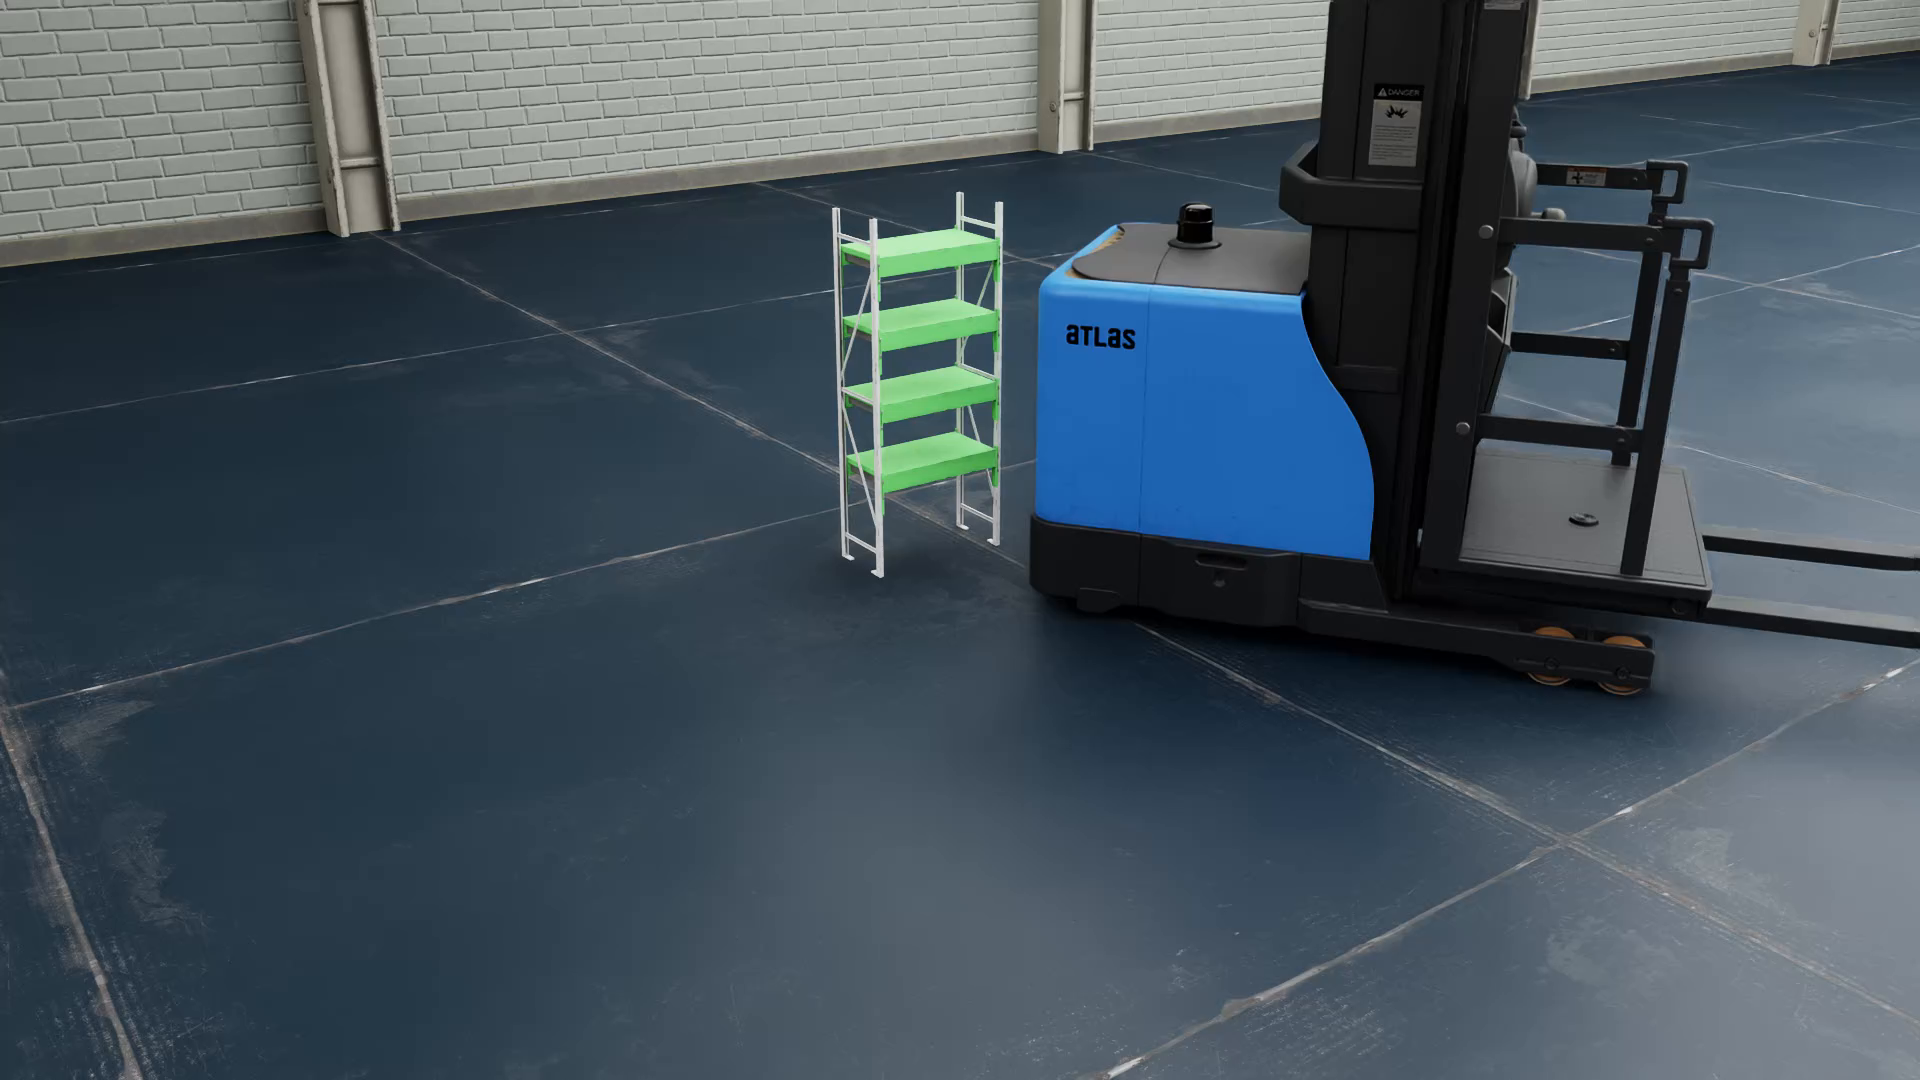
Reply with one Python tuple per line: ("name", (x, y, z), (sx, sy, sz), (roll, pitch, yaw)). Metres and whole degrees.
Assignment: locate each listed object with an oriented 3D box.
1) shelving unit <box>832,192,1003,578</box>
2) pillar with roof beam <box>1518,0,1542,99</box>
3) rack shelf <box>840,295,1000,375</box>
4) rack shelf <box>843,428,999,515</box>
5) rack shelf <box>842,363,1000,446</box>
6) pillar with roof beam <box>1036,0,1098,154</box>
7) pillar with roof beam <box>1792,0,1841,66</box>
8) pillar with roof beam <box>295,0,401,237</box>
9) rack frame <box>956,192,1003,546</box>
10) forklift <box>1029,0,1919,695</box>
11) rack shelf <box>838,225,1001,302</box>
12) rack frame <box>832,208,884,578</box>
("shelving unit", (-0.134, -0.521, 5.584), (0.503, 1.200, 0.258), (-15, 26, -33))
("pillar with roof beam", (8.287, -7.547, 12.668), (0.400, 9.000, 9.100), (-15, 26, -33))
("rack shelf", (-0.134, -0.685, 5.519), (0.480, 0.148, 0.258), (-15, 26, -33))
("rack shelf", (-0.134, -0.239, 5.697), (0.480, 0.148, 0.258), (-15, 26, -33))
("rack shelf", (-0.134, -0.462, 5.608), (0.480, 0.148, 0.258), (-15, 26, -33))
("pillar with roof beam", (3.416, -6.249, 9.414), (0.400, 9.000, 9.100), (-15, 26, -33))
("pillar with roof beam", (13.157, -8.846, 15.923), (0.400, 9.000, 9.100), (-15, 26, -33))
("pillar with roof beam", (-1.454, -4.950, 6.159), (0.400, 9.000, 9.100), (-15, 26, -33))
("rack frame", (0.064, -0.574, 5.717), (0.015, 1.200, 0.240), (-15, 26, -33))
("forklift", (1.798, -1.137, 4.790), (3.031, 2.935, 1.130), (7, 23, 17))
("rack shelf", (-0.134, -0.908, 5.430), (0.480, 0.148, 0.258), (-15, 26, -33))
("rack frame", (-0.332, -0.469, 5.452), (0.015, 1.200, 0.240), (-15, 26, -33))
